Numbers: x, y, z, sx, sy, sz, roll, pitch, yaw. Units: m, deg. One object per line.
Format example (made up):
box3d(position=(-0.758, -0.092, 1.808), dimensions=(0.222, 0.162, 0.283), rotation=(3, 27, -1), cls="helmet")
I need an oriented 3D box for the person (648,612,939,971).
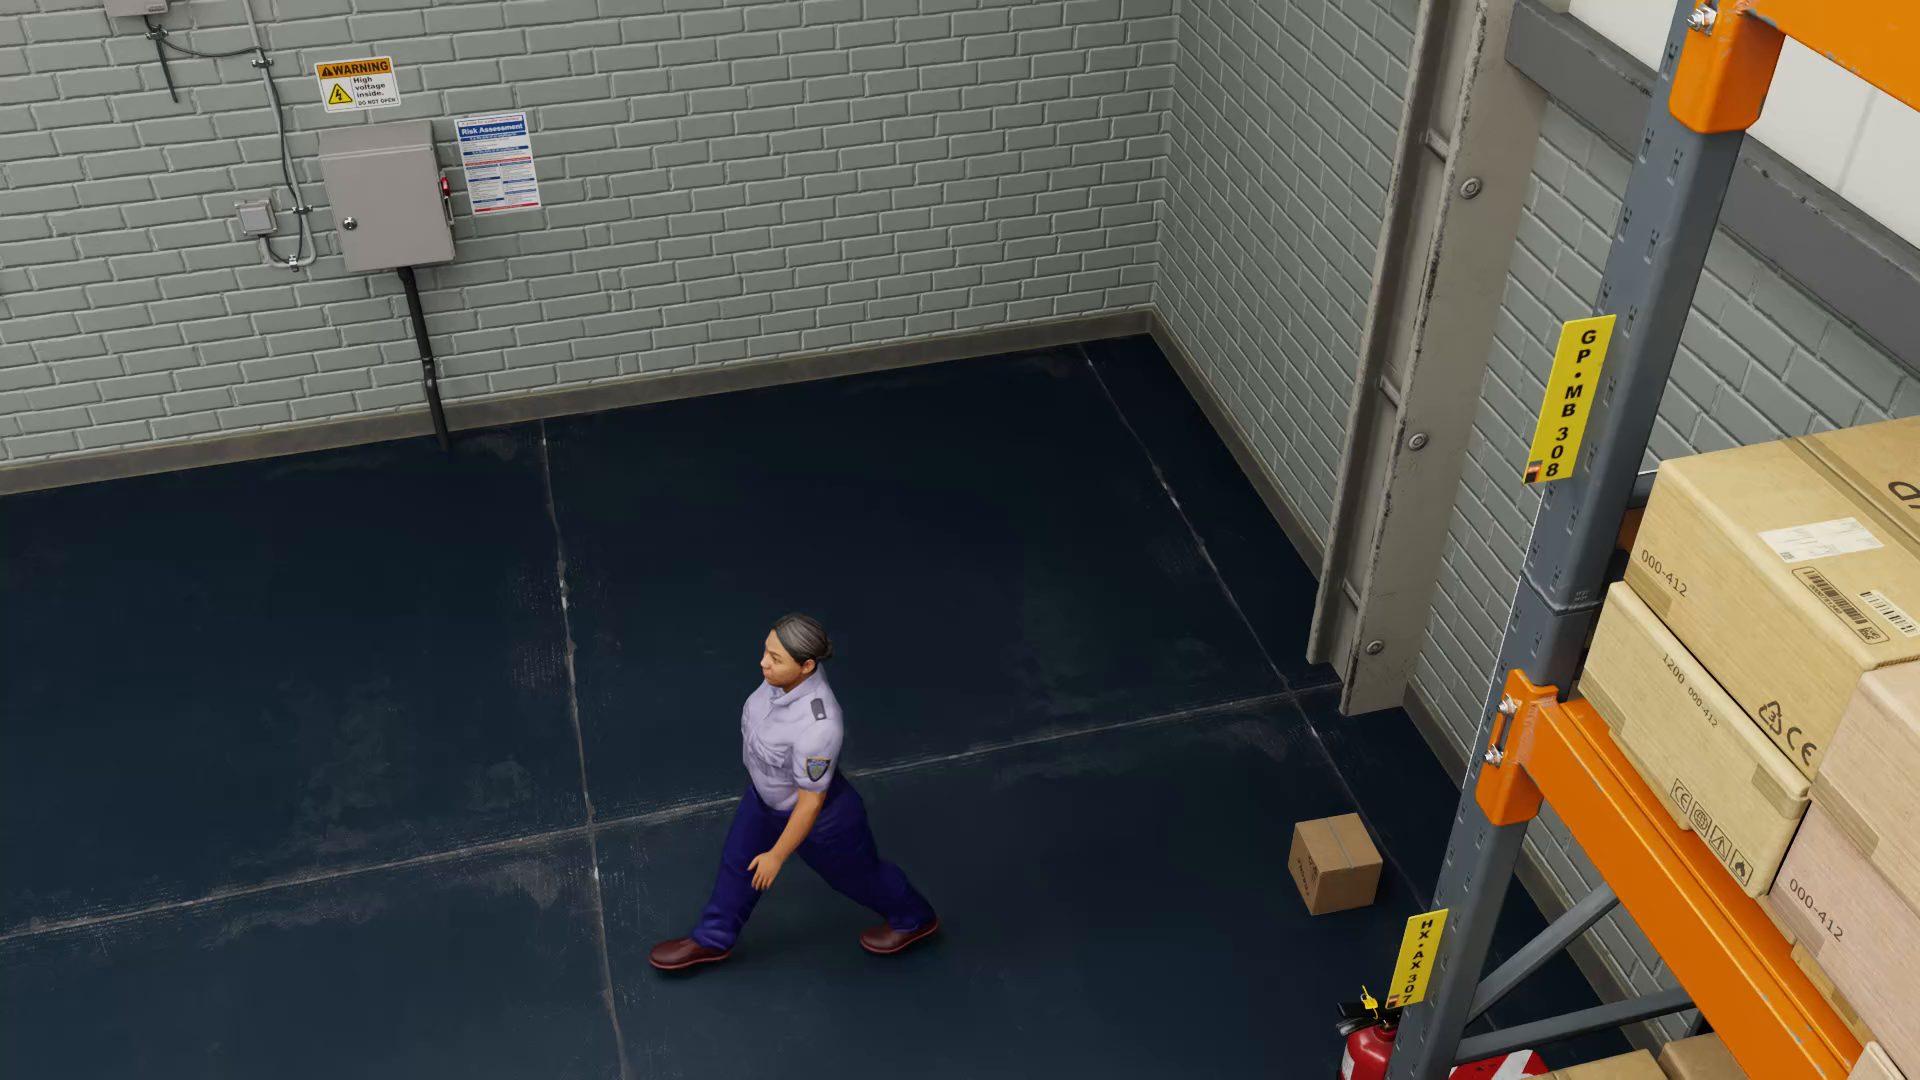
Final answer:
box3d(position=(-0.587, 0.899, 5.584), dimensions=(1.022, 1.565, 0.511), rotation=(-16, 41, -20), cls="person")
